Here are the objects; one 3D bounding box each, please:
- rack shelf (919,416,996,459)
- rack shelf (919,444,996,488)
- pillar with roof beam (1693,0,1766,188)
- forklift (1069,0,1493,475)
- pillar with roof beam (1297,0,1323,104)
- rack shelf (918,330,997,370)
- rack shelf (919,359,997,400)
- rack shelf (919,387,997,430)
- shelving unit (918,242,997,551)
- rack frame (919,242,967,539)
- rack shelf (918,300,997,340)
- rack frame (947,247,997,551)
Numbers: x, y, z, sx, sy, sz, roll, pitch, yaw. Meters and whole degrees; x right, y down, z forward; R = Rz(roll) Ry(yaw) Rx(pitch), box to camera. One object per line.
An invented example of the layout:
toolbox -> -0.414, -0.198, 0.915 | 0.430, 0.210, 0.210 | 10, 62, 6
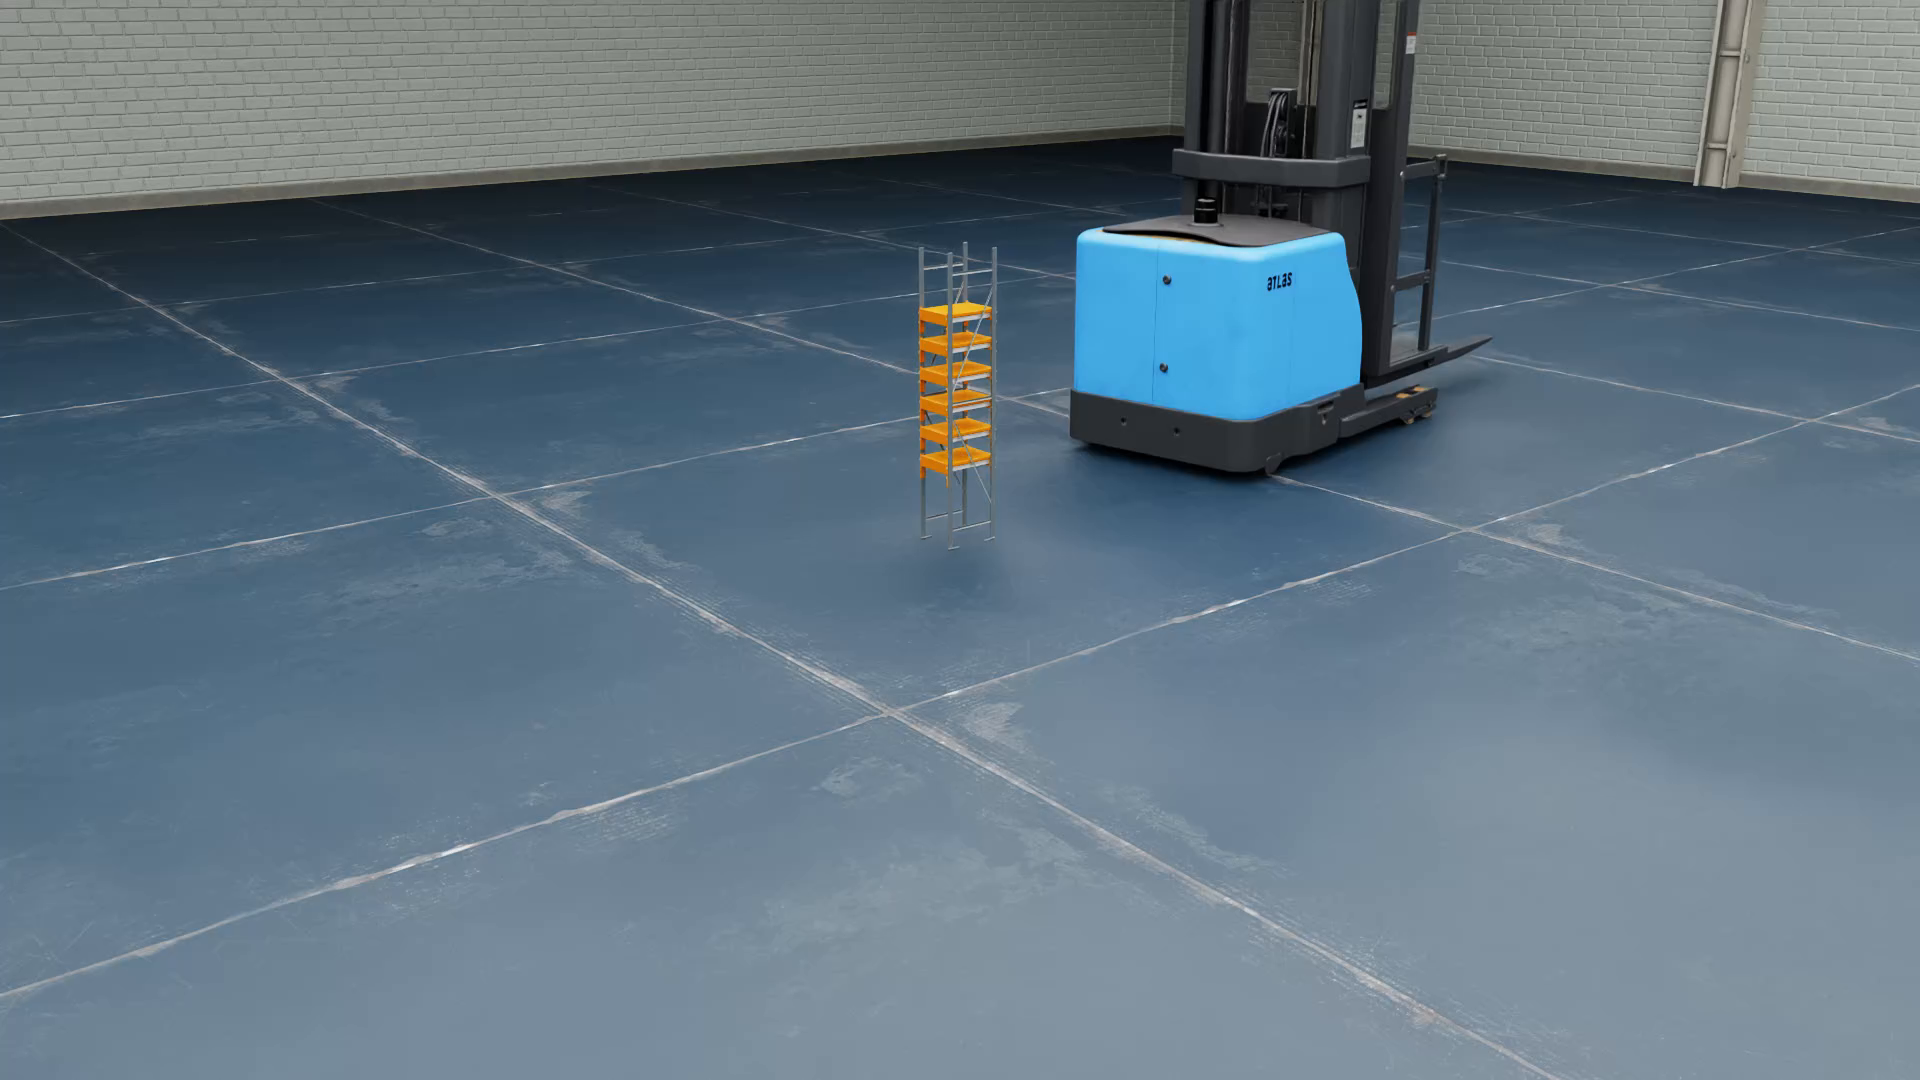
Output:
rack shelf -> -0.009, -0.417, 6.736 | 0.258, 0.103, 0.180 | -14, 23, -36
rack shelf -> -0.009, -0.303, 6.774 | 0.258, 0.103, 0.180 | -14, 23, -36
pillar with roof beam -> 5.365, -7.525, 15.272 | 9.100, 9.000, 0.400 | -14, 23, -36
forklift -> 1.883, -2.083, 8.492 | 1.130, 2.935, 3.031 | 15, 24, 38
pillar with roof beam -> 1.640, -9.003, 19.737 | 9.100, 9.000, 0.400 | -14, 23, -36
rack shelf -> -0.009, -0.759, 6.623 | 0.258, 0.103, 0.180 | -14, 23, -36
rack shelf -> -0.009, -0.645, 6.661 | 0.258, 0.103, 0.180 | -14, 23, -36
rack shelf -> -0.009, -0.531, 6.699 | 0.258, 0.103, 0.180 | -14, 23, -36
shelving unit -> -0.009, -0.573, 6.685 | 0.258, 1.200, 0.189 | -14, 23, -36
rack frame -> -0.066, -0.596, 6.753 | 0.240, 1.200, 0.006 | -14, 23, -36
rack shelf -> -0.009, -0.873, 6.585 | 0.258, 0.103, 0.180 | -14, 23, -36
rack frame -> 0.048, -0.551, 6.617 | 0.240, 1.200, 0.006 | -14, 23, -36
